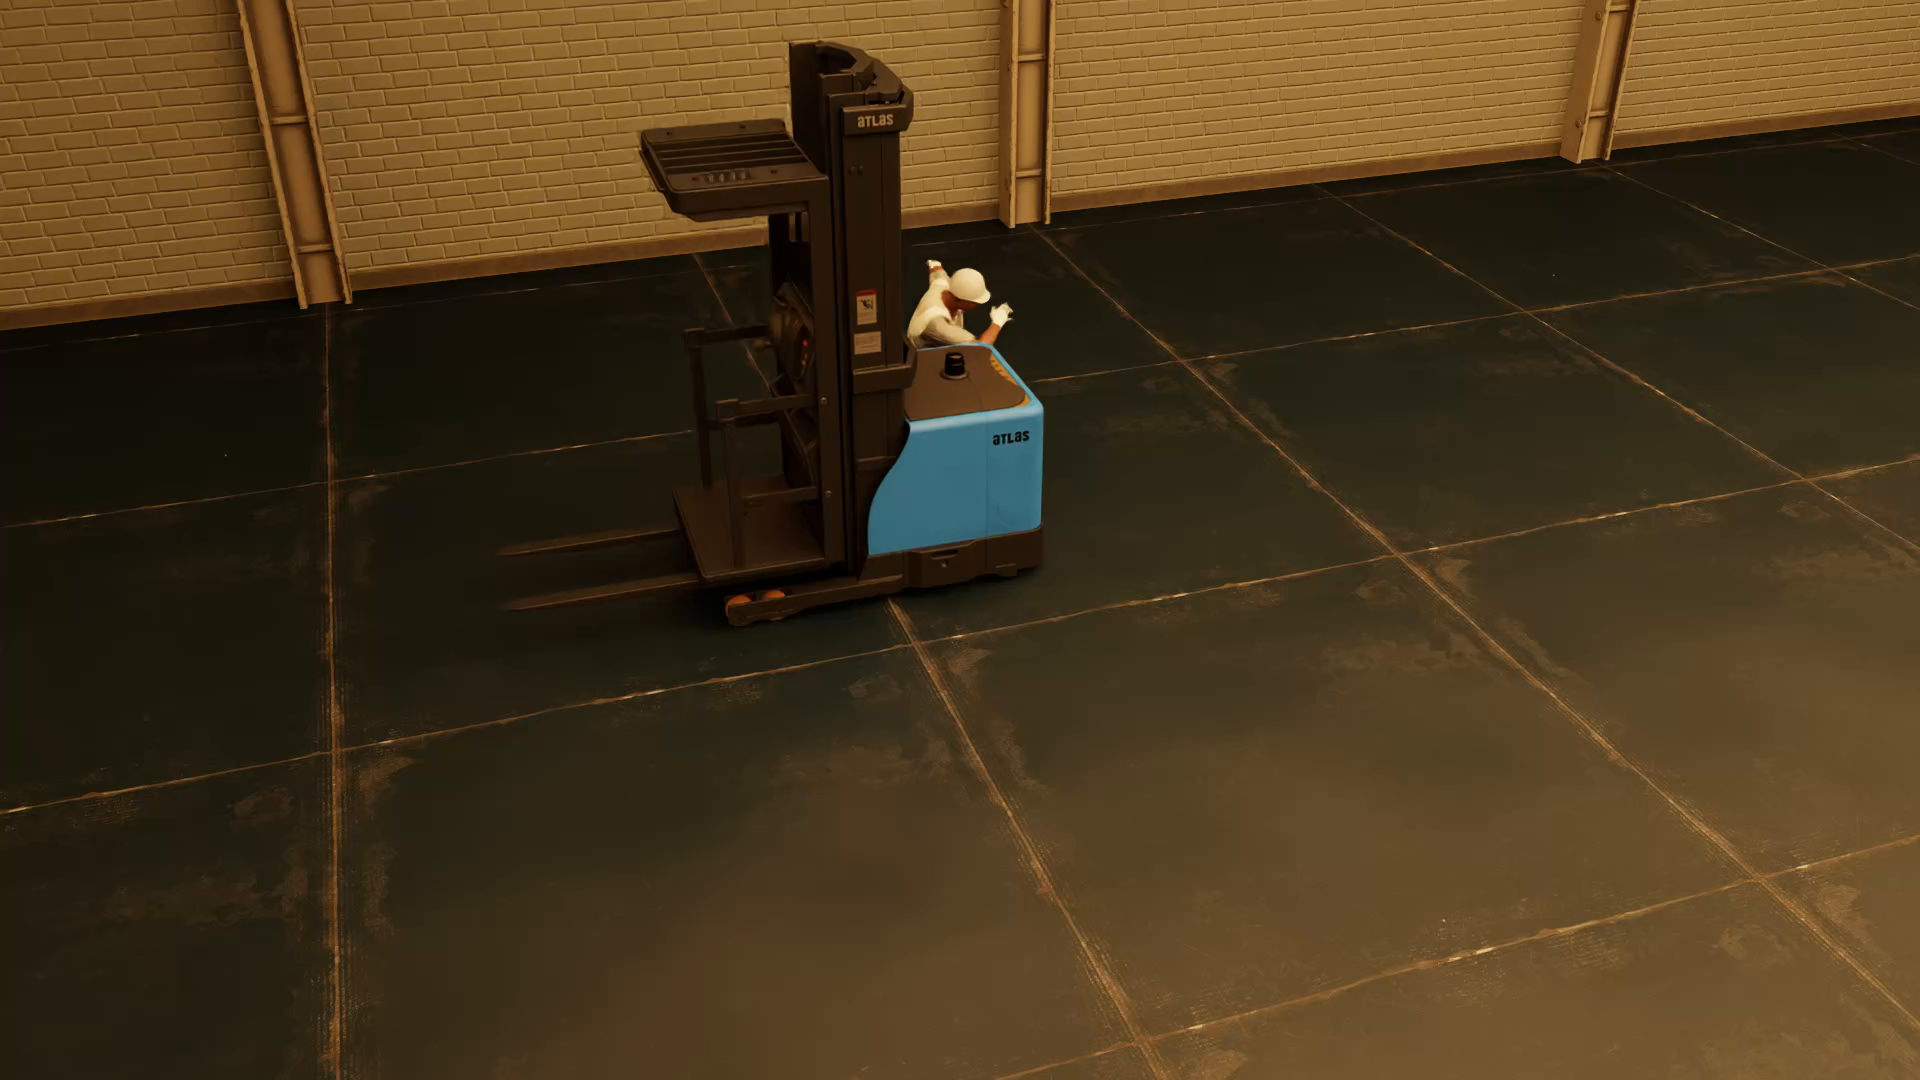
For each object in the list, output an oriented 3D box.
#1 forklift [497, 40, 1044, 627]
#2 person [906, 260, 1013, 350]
[{"bbox_3d":[-1.095,-1.087,8.976,3.031,2.935,1.130,-9,31,-15],"label":"forklift"},{"bbox_3d":[0.032,-1.135,10.569,0.859,1.422,1.334,7,31,13],"label":"person"}]
